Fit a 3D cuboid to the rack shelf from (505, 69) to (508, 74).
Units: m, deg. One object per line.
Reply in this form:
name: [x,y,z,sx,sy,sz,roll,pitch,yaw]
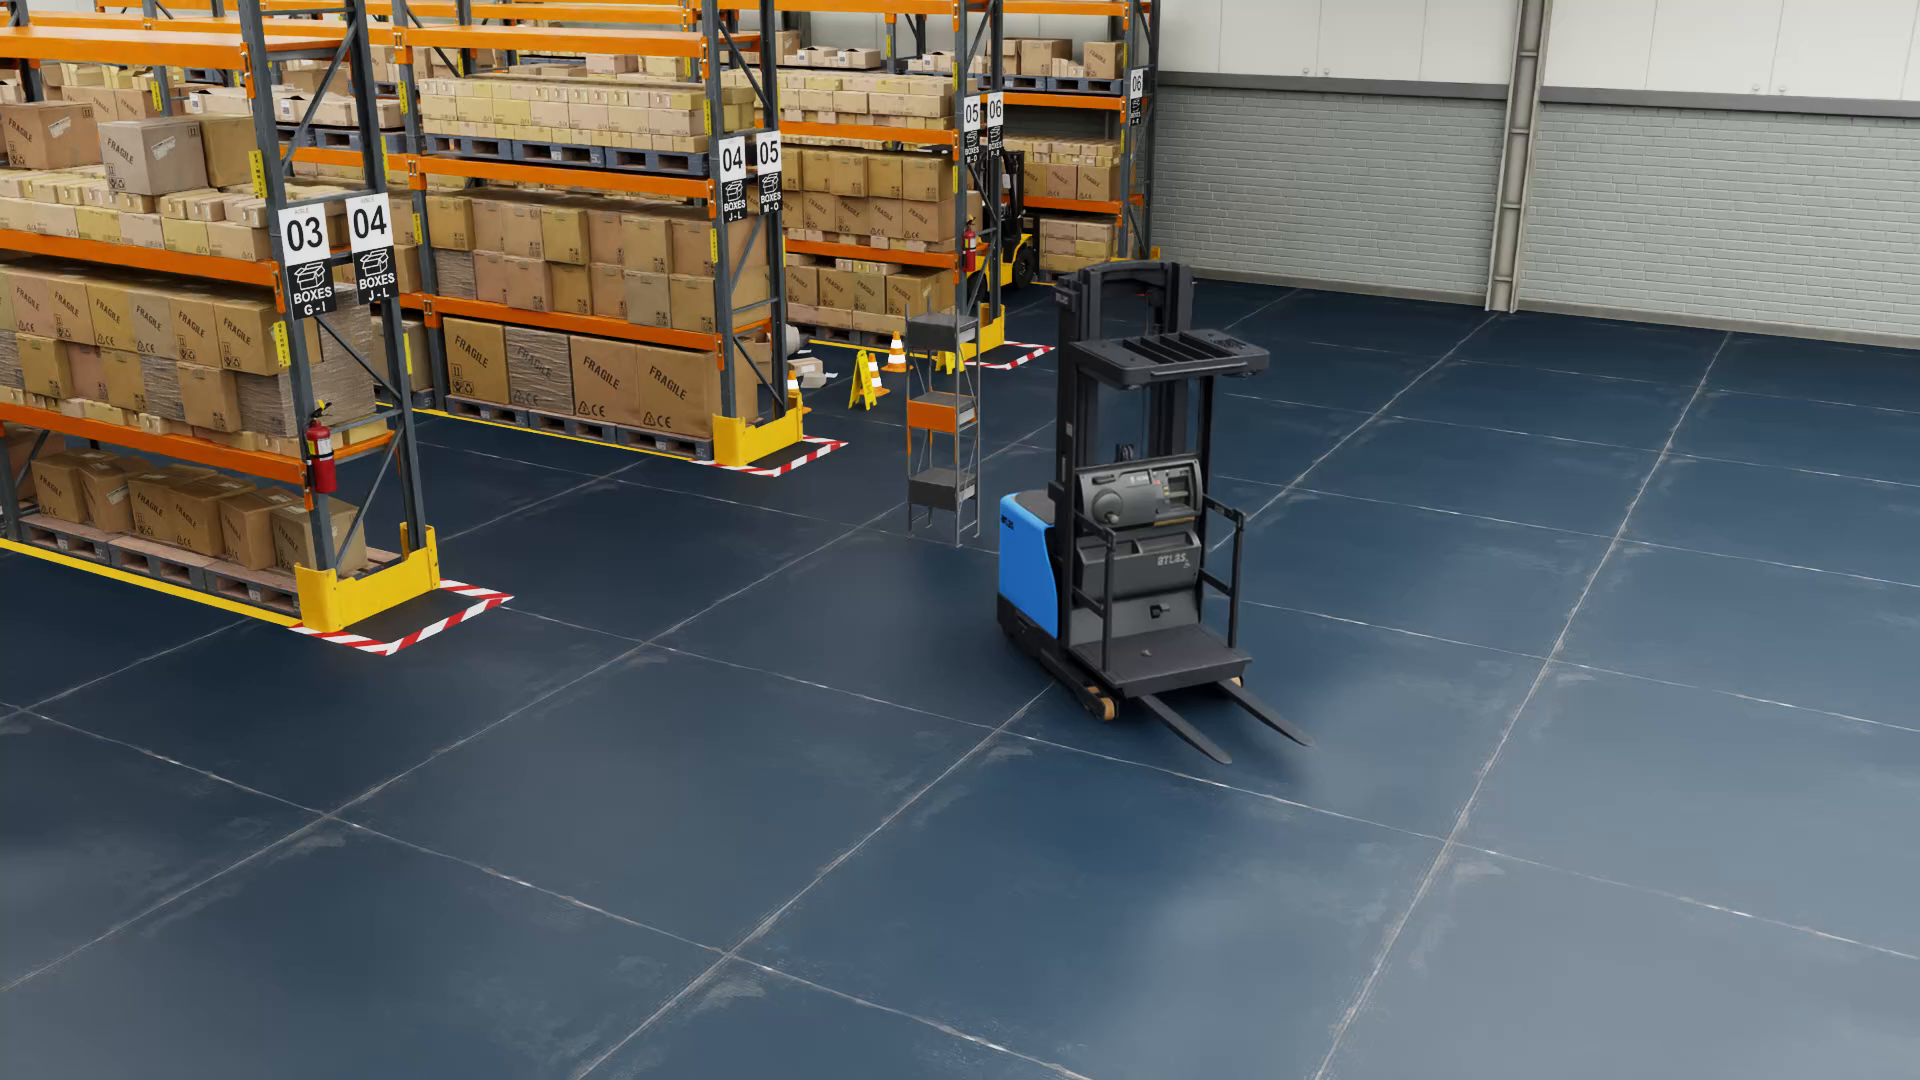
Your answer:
rack shelf: [-6.081,-8.045,29.098,4.000,0.370,1.077,11,23,27]

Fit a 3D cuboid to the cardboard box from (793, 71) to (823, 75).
cardboard box: [-1.960,-6.007,21.625,0.250,0.149,0.380,10,22,26]

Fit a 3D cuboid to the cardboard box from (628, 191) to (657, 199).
cardboard box: [-4.209,-4.972,22.771,0.500,0.500,0.500,11,23,28]

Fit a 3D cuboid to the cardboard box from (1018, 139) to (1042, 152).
cardboard box: [1.071,-5.981,25.218,0.250,0.149,0.380,11,23,28]

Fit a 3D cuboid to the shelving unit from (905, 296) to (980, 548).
shelving unit: [-0.145,-1.015,14.381,0.503,2.100,0.431,11,23,27]

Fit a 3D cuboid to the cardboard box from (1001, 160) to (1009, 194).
cardboard box: [0.751,-5.615,25.597,0.500,0.500,0.500,11,23,28]

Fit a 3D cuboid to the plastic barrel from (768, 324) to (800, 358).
plastic barrel: [-2.310,-2.513,20.970,0.512,0.421,0.421,-7,21,-20]

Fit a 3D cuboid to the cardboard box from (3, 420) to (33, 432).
cardboard box: [-9.026,-0.772,15.412,0.500,0.500,0.700,11,22,27]

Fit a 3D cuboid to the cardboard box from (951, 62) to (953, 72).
cardboard box: [0.072,-7.219,25.371,0.250,0.149,0.380,12,23,29]

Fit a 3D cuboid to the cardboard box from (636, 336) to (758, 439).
cardboard box: [-2.718,-1.633,17.265,0.875,0.875,0.875,11,23,28]

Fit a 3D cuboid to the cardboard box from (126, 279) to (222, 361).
cardboard box: [-6.077,-1.721,12.960,0.500,0.500,0.500,11,23,27]

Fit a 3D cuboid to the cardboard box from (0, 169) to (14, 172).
cardboard box: [-7.960,-2.928,13.572,0.250,0.149,0.380,10,22,26]

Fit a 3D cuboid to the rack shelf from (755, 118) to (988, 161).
rack shelf: [-1.514,-5.236,21.355,4.000,0.370,1.077,11,23,27]

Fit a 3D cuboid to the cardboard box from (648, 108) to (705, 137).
cardboard box: [-2.658,-4.063,16.088,0.500,0.250,0.500,11,23,28]

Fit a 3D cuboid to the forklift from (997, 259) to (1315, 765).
forklift: [1.329,-0.312,11.224,1.130,2.935,3.031,-8,22,-22]

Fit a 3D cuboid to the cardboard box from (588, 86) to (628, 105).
cardboard box: [-3.439,-4.376,16.367,0.250,0.149,0.380,11,23,28]

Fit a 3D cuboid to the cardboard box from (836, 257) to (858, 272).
cardboard box: [-1.395,-3.578,21.492,0.250,0.149,0.380,12,23,30]

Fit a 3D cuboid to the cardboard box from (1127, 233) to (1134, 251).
cardboard box: [2.340,-4.590,25.600,0.500,0.250,0.500,11,23,28]

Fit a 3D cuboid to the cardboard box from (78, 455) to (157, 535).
cardboard box: [-7.260,-0.397,14.409,0.500,0.500,0.500,-17,26,-39]

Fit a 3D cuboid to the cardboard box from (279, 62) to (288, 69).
cardboard box: [-10.656,-7.689,26.153,0.500,0.500,0.500,11,23,28]

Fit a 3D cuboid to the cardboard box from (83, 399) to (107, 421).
cardboard box: [-6.949,-1.103,13.672,0.250,0.149,0.380,11,23,27]

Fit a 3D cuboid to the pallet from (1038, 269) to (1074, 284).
pallet: [1.961,-4.114,25.694,1.213,0.211,1.003,11,23,27]

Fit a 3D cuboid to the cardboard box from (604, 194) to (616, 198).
cardboard box: [-4.728,-4.753,23.121,0.250,0.149,0.380,11,23,27]

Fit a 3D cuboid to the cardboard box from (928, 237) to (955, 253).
cardboard box: [-0.199,-3.712,20.865,0.250,0.149,0.380,12,23,29]

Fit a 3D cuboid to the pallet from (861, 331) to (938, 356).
pallet: [-0.527,-2.679,21.738,1.213,0.211,1.003,11,23,27]

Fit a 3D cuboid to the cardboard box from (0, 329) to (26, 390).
cardboard box: [-7.731,-1.640,14.203,0.500,0.500,0.875,11,23,27]

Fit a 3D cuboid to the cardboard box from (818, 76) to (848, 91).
cardboard box: [-1.563,-5.712,20.810,0.250,0.149,0.380,11,23,29]

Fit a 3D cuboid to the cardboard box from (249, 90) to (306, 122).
cardboard box: [-7.668,-4.930,18.823,0.500,0.311,0.500,10,22,26]

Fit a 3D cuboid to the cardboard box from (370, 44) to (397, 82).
cardboard box: [-8.433,-7.023,24.464,0.500,0.500,0.500,11,23,28]

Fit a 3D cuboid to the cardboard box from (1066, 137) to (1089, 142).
cardboard box: [1.802,-6.060,25.436,0.250,0.149,0.380,11,23,28]

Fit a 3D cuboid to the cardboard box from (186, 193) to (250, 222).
cardboard box: [-5.458,-2.453,12.262,0.250,0.149,0.380,10,22,25]

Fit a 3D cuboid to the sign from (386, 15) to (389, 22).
sign: [-11.031,-9.959,32.021,0.005,0.325,0.100,11,23,27]

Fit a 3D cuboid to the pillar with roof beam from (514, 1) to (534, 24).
pillar with roof beam: [-10.095,-9.228,26.906,0.400,9.000,9.100,11,23,27]

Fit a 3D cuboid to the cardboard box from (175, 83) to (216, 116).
cardboard box: [-9.447,-5.303,20.337,0.500,0.500,0.500,11,23,27]

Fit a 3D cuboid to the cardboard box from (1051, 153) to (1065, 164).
cardboard box: [1.565,-5.776,25.088,0.250,0.149,0.380,11,22,27]

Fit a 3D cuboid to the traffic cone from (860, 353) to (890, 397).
traffic cone: [-1.017,-1.939,19.331,0.334,0.463,0.336,11,23,27]

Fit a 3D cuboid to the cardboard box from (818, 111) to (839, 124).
cardboard box: [-1.579,-5.342,20.960,0.250,0.149,0.380,10,22,27]

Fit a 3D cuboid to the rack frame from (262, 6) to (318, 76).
rack frame: [-10.245,-8.647,25.305,0.127,3.000,1.000,11,23,27]

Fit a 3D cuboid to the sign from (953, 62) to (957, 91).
sign: [-0.056,-5.496,19.718,0.005,0.325,0.100,11,23,27]

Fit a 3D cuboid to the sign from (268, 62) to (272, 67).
sign: [-10.514,-7.352,25.259,0.005,0.325,0.100,11,23,27]

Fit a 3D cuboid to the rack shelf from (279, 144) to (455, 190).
rack shelf: [-7.332,-4.411,19.080,4.000,0.370,1.077,11,23,27]

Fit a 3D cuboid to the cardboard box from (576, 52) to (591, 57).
cardboard box: [-6.406,-8.426,28.699,0.250,0.149,0.380,11,23,28]

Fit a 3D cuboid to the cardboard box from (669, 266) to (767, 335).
cardboard box: [-2.440,-2.460,16.825,0.550,0.550,0.875,11,23,27]

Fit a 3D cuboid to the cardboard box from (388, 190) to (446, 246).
cardboard box: [-6.023,-3.604,18.587,0.500,0.500,0.700,10,22,26]

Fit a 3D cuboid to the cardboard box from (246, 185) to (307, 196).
cardboard box: [-5.189,-2.600,12.669,0.250,0.149,0.380,10,22,26]

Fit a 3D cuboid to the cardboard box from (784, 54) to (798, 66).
cardboard box: [-2.624,-7.732,26.787,0.250,0.149,0.380,10,22,27]

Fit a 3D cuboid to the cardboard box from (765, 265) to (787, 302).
cardboard box: [-2.404,-3.490,22.202,0.500,0.500,0.500,12,23,29]

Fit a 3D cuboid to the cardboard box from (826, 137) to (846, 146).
cardboard box: [-1.966,-6.416,26.853,0.250,0.149,0.380,10,22,26]

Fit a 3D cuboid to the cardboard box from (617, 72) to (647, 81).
cardboard box: [-4.280,-6.173,22.488,0.500,0.250,0.500,11,23,28]

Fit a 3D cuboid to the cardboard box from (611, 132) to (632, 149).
cardboard box: [-3.214,-3.959,16.385,0.250,0.149,0.380,11,23,28]

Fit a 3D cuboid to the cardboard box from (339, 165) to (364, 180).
cardboard box: [-9.101,-5.664,25.366,0.500,0.250,0.500,11,23,28]

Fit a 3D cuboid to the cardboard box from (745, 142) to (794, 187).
cardboard box: [-2.547,-4.924,21.790,0.500,0.500,0.700,11,23,28]

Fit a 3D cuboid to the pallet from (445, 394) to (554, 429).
pallet: [-4.961,-1.546,18.614,1.213,0.211,1.003,11,23,27]

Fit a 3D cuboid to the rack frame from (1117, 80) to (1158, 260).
rack frame: [2.649,-5.310,24.902,0.127,3.000,1.000,11,23,27]

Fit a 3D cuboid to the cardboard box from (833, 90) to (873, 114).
cardboard box: [-1.240,-5.485,20.769,0.500,0.250,0.500,12,23,29]

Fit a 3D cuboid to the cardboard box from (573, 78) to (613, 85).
cardboard box: [-3.785,-4.699,17.256,0.250,0.149,0.380,11,23,28]
